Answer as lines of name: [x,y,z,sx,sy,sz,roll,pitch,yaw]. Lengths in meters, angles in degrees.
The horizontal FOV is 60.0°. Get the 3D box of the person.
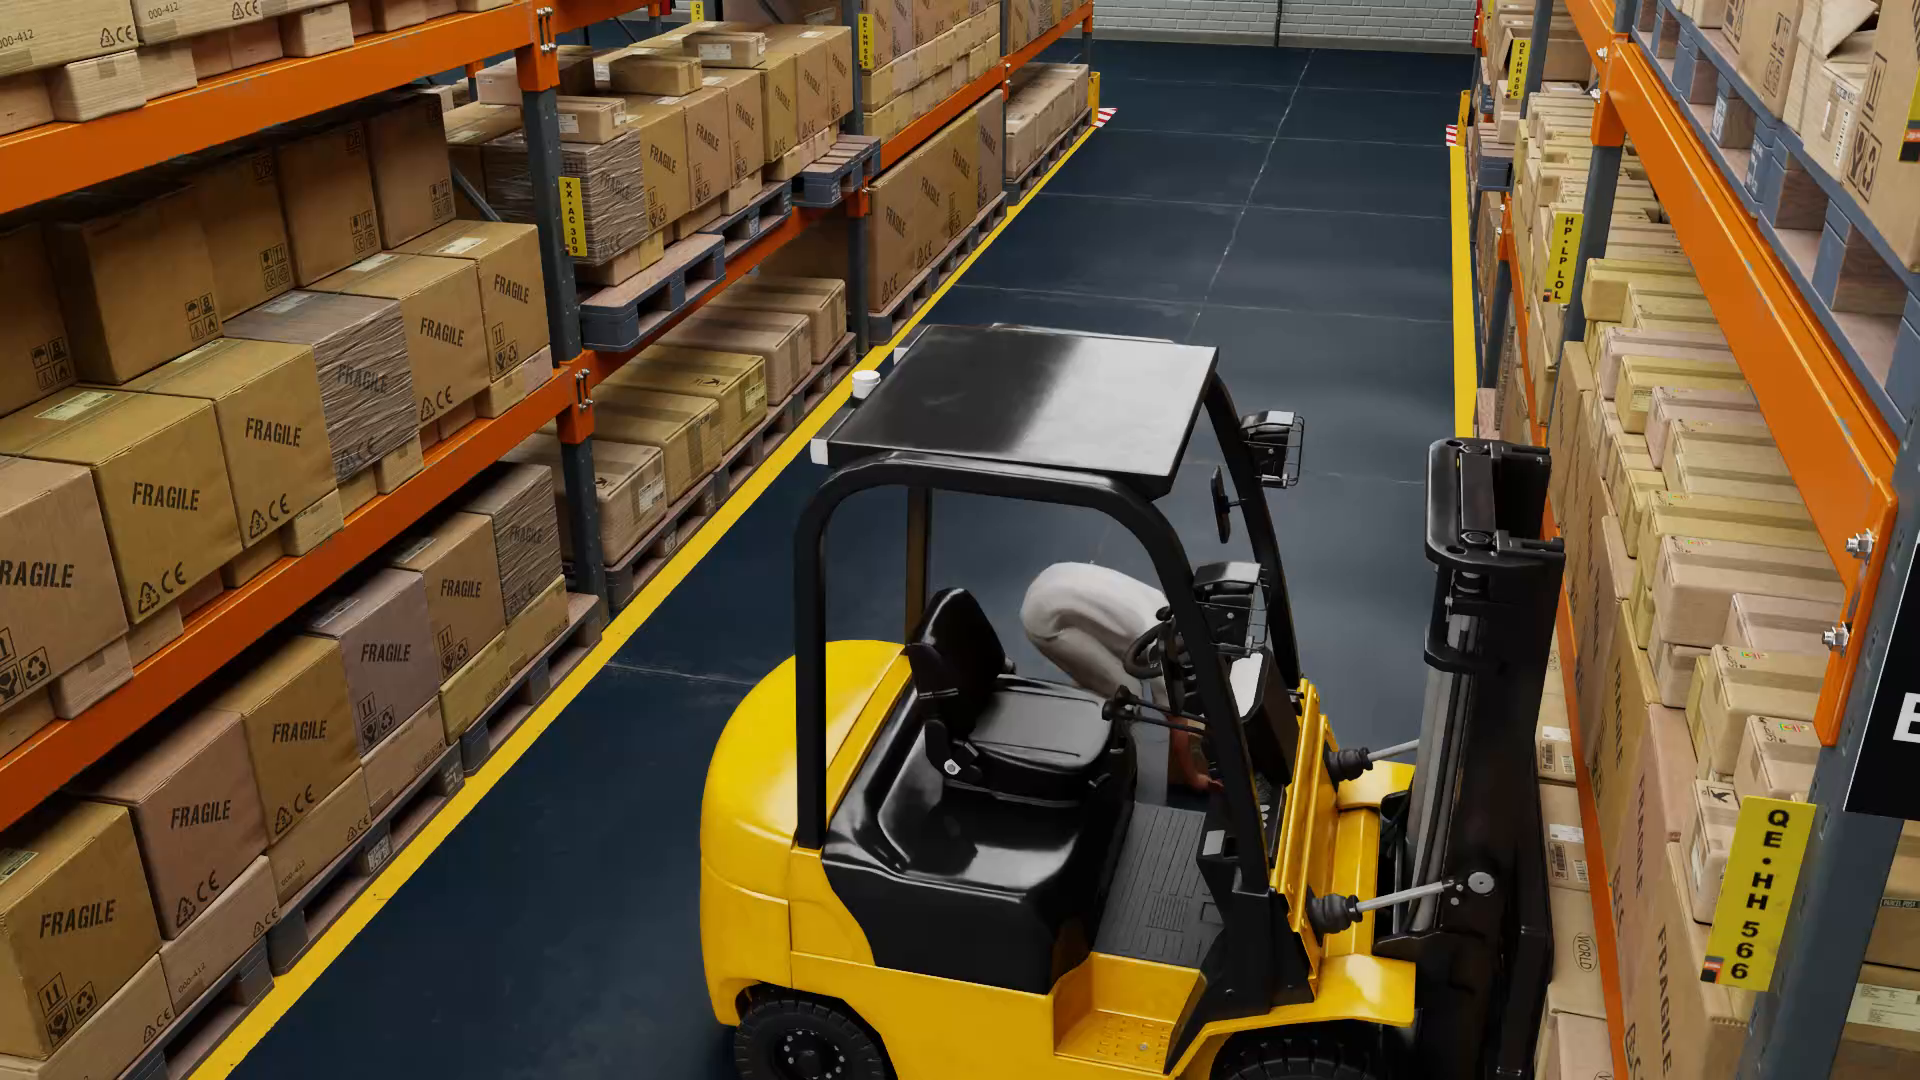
person: [0.661,0.518,6.478,0.852,0.852,0.476,5,26,11]
